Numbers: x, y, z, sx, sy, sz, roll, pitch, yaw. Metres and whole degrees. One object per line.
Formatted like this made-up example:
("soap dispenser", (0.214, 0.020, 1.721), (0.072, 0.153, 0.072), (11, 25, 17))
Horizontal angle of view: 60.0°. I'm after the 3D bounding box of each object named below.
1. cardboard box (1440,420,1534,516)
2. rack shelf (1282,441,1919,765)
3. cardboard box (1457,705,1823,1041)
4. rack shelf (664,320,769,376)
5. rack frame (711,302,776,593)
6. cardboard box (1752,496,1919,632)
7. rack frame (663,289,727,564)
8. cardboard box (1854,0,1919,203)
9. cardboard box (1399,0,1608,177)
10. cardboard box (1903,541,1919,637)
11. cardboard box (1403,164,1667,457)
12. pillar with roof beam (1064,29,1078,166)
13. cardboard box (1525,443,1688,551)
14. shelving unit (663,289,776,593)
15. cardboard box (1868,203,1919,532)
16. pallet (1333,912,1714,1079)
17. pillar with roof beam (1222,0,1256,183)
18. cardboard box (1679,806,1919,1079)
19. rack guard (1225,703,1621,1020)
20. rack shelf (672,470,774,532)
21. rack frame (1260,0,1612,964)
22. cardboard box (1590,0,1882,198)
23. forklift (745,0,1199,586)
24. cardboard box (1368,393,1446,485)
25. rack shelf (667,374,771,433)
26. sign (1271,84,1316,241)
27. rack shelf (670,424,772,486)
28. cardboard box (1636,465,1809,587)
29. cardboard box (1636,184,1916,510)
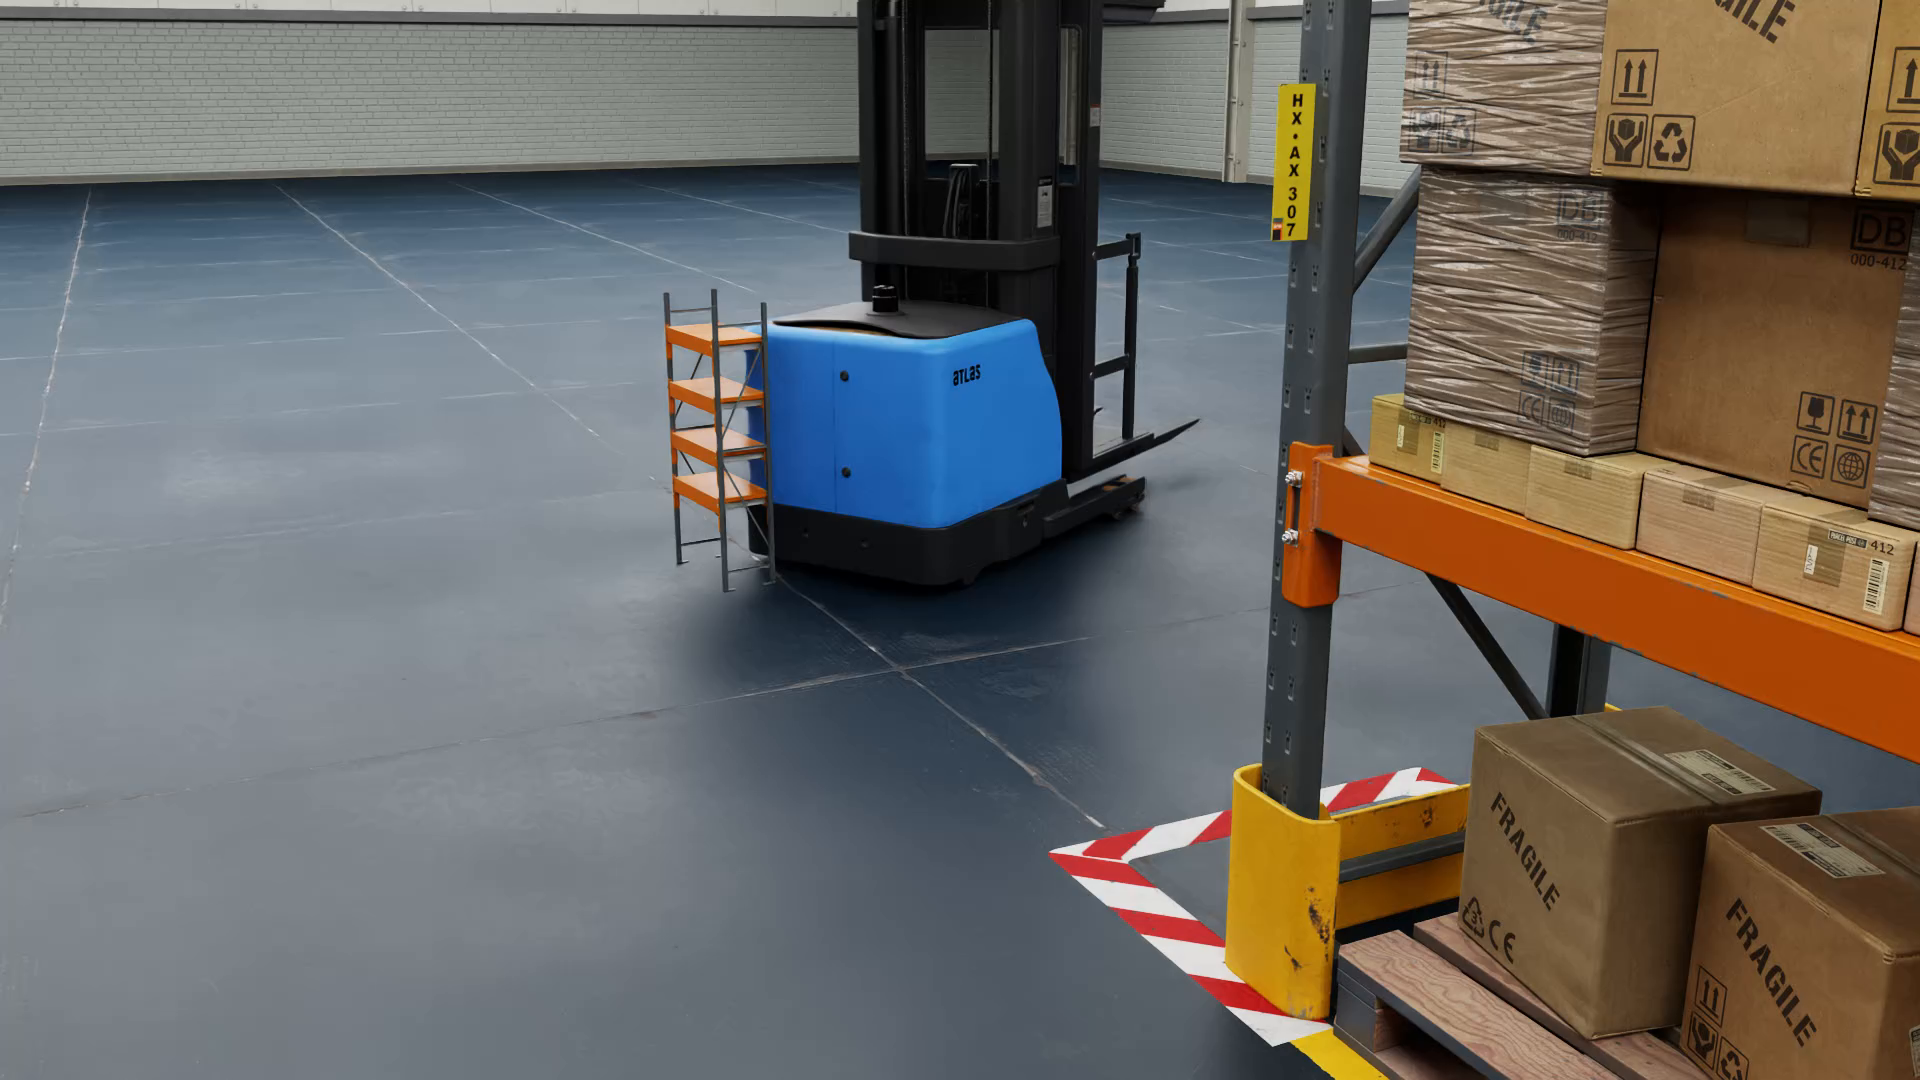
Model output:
("cardboard box", (1.203, -0.167, 3.351), (0.380, 0.149, 0.250), (-8, 18, -25))
("rack shelf", (2.076, 0.390, 2.259), (1.077, 0.370, 4.000), (-8, 18, -25))
("cardboard box", (1.458, 0.705, 3.628), (0.500, 0.500, 0.500), (-4, 17, -15))
("rack shelf", (-1.024, -0.810, 6.974), (0.258, 0.148, 0.480), (-10, 19, -31))
("rack frame", (-0.893, -0.376, 6.884), (0.240, 1.200, 0.015), (-10, 19, -31))
("cardboard box", (1.530, 0.019, 2.703), (0.380, 0.149, 0.250), (-8, 18, -25))
("rack frame", (-1.155, -0.489, 7.280), (0.240, 1.200, 0.015), (-10, 19, -31))
("cardboard box", (1.629, -0.706, 2.238), (0.500, 0.500, 0.500), (-8, 18, -25))
("cardboard box", (1.196, -0.954, 3.105), (0.500, 0.500, 0.500), (-8, 18, -25))
("cardboard box", (1.664, 0.077, 2.498), (0.380, 0.149, 0.250), (-8, 18, -25))
("cardboard box", (1.416, -0.503, 3.346), (0.875, 0.500, 0.500), (-8, 18, -25))
("pillar with roof beam", (-1.370, -11.981, 33.186), (9.100, 9.000, 0.400), (-8, 18, -25))
("cardboard box", (1.299, -0.104, 3.129), (0.380, 0.149, 0.250), (-8, 18, -25))
("shelving unit", (-1.024, -0.432, 7.082), (0.258, 1.200, 0.503), (-10, 19, -31))
("cardboard box", (1.923, -0.265, 2.514), (0.875, 0.500, 0.500), (-8, 18, -25))
("pallet", (1.557, 1.113, 3.490), (1.003, 0.211, 1.213), (-8, 18, -25))
("pillar with roof beam", (1.258, -10.493, 28.001), (9.100, 9.000, 0.400), (-8, 18, -25))
("cardboard box", (1.751, 0.849, 3.126), (0.500, 0.500, 0.500), (-3, 16, -10))
("rack guard", (1.233, 0.768, 4.167), (1.175, 0.500, 0.348), (-8, 18, -25))
("rack shelf", (-1.024, -0.177, 7.155), (0.258, 0.148, 0.480), (-10, 19, -31))
("rack frame", (1.200, -0.452, 3.888), (1.000, 3.000, 0.127), (-8, 18, -25))
("cardboard box", (1.409, -0.829, 2.670), (0.500, 0.500, 0.500), (-8, 18, -25))
("forklift", (0.266, -1.572, 7.916), (1.130, 2.935, 3.031), (10, 19, 30))
("cardboard box", (1.110, -0.232, 3.576), (0.380, 0.149, 0.250), (-8, 18, -25))
("rack shelf", (-1.024, -0.583, 7.039), (0.258, 0.148, 0.480), (-10, 19, -31))
("sign", (0.712, -0.802, 3.539), (0.100, 0.325, 0.005), (-8, 18, -25))
("rack shelf", (-1.024, -0.368, 7.100), (0.258, 0.148, 0.480), (-10, 19, -31))
("cardboard box", (1.427, -0.044, 2.922), (0.380, 0.149, 0.250), (-8, 18, -25))
("cardboard box", (1.743, -0.394, 2.964), (0.875, 0.500, 0.500), (-8, 18, -25))
